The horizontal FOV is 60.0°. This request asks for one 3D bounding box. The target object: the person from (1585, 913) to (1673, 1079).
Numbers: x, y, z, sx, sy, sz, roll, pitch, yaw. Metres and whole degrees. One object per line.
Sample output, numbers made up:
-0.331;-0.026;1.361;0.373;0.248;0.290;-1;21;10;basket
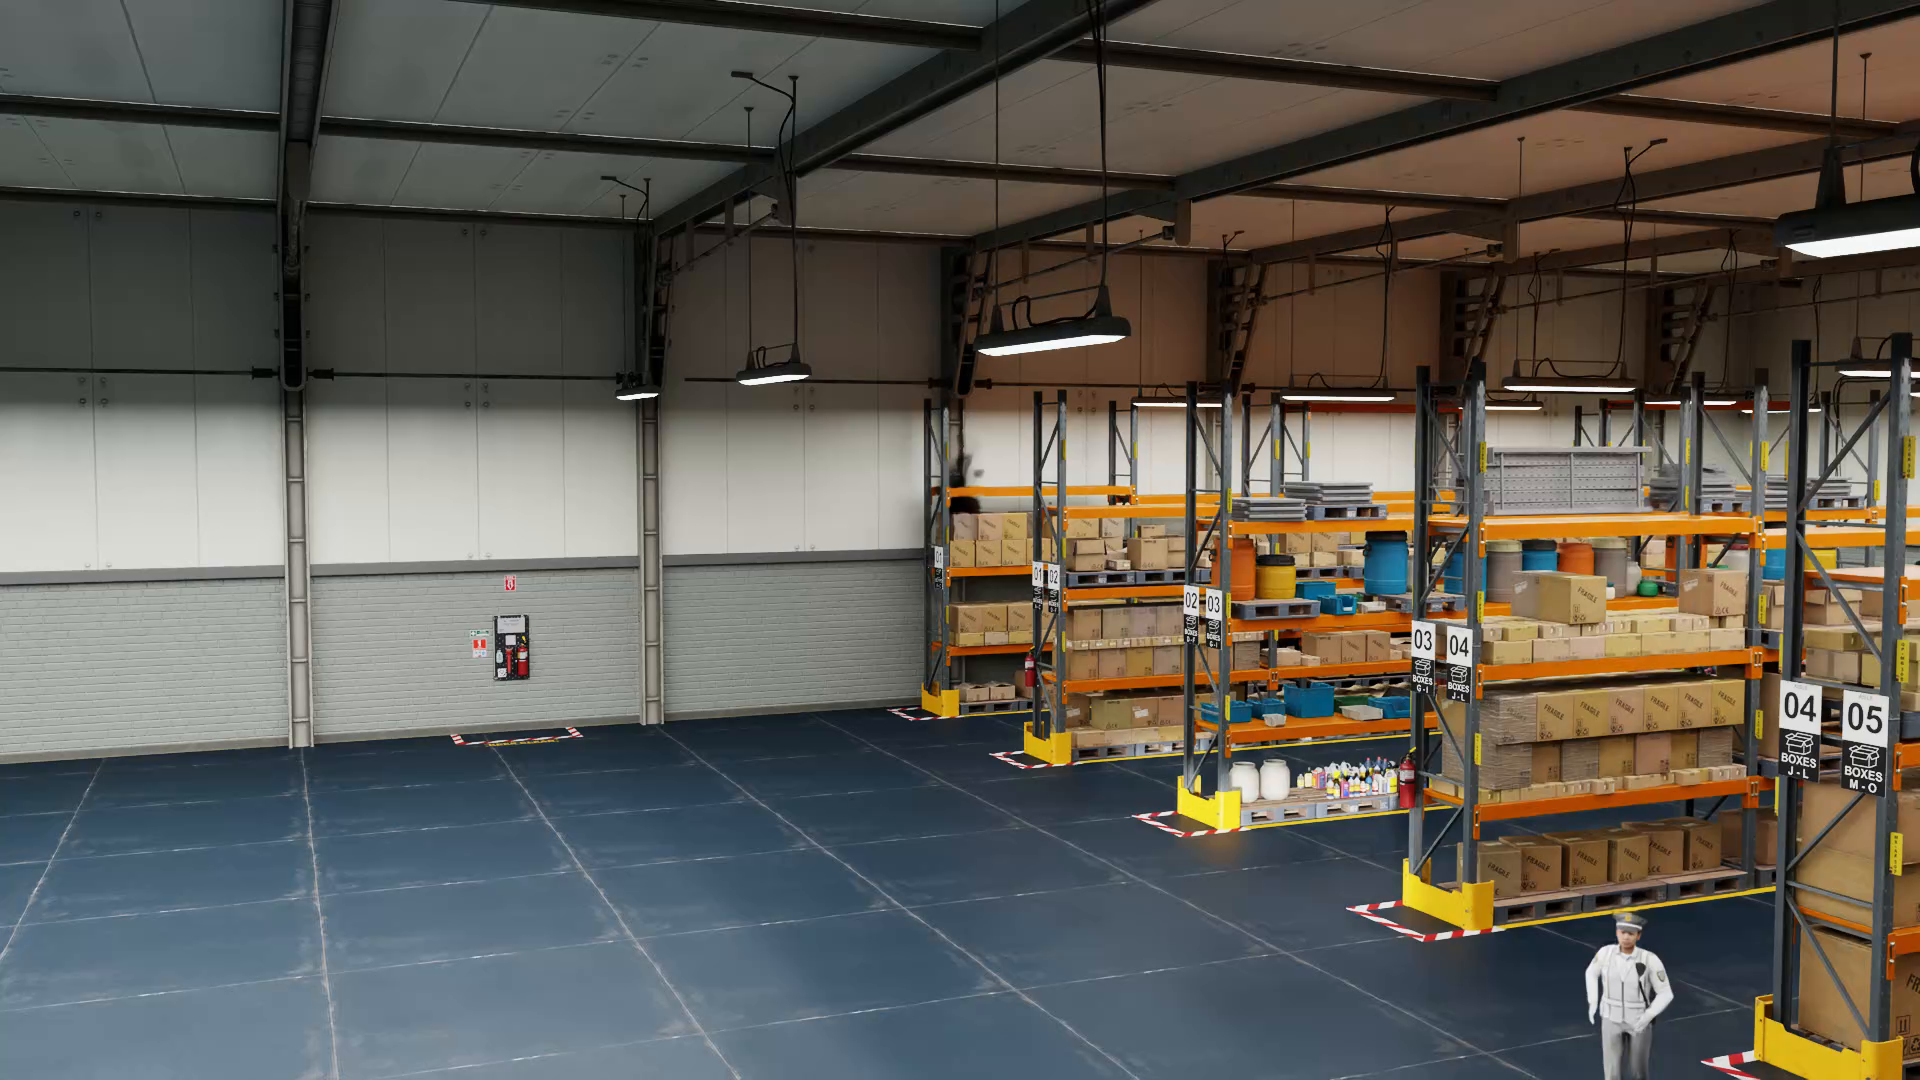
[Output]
4.984;3.590;12.428;0.640;1.681;0.846;2;4;30;person
